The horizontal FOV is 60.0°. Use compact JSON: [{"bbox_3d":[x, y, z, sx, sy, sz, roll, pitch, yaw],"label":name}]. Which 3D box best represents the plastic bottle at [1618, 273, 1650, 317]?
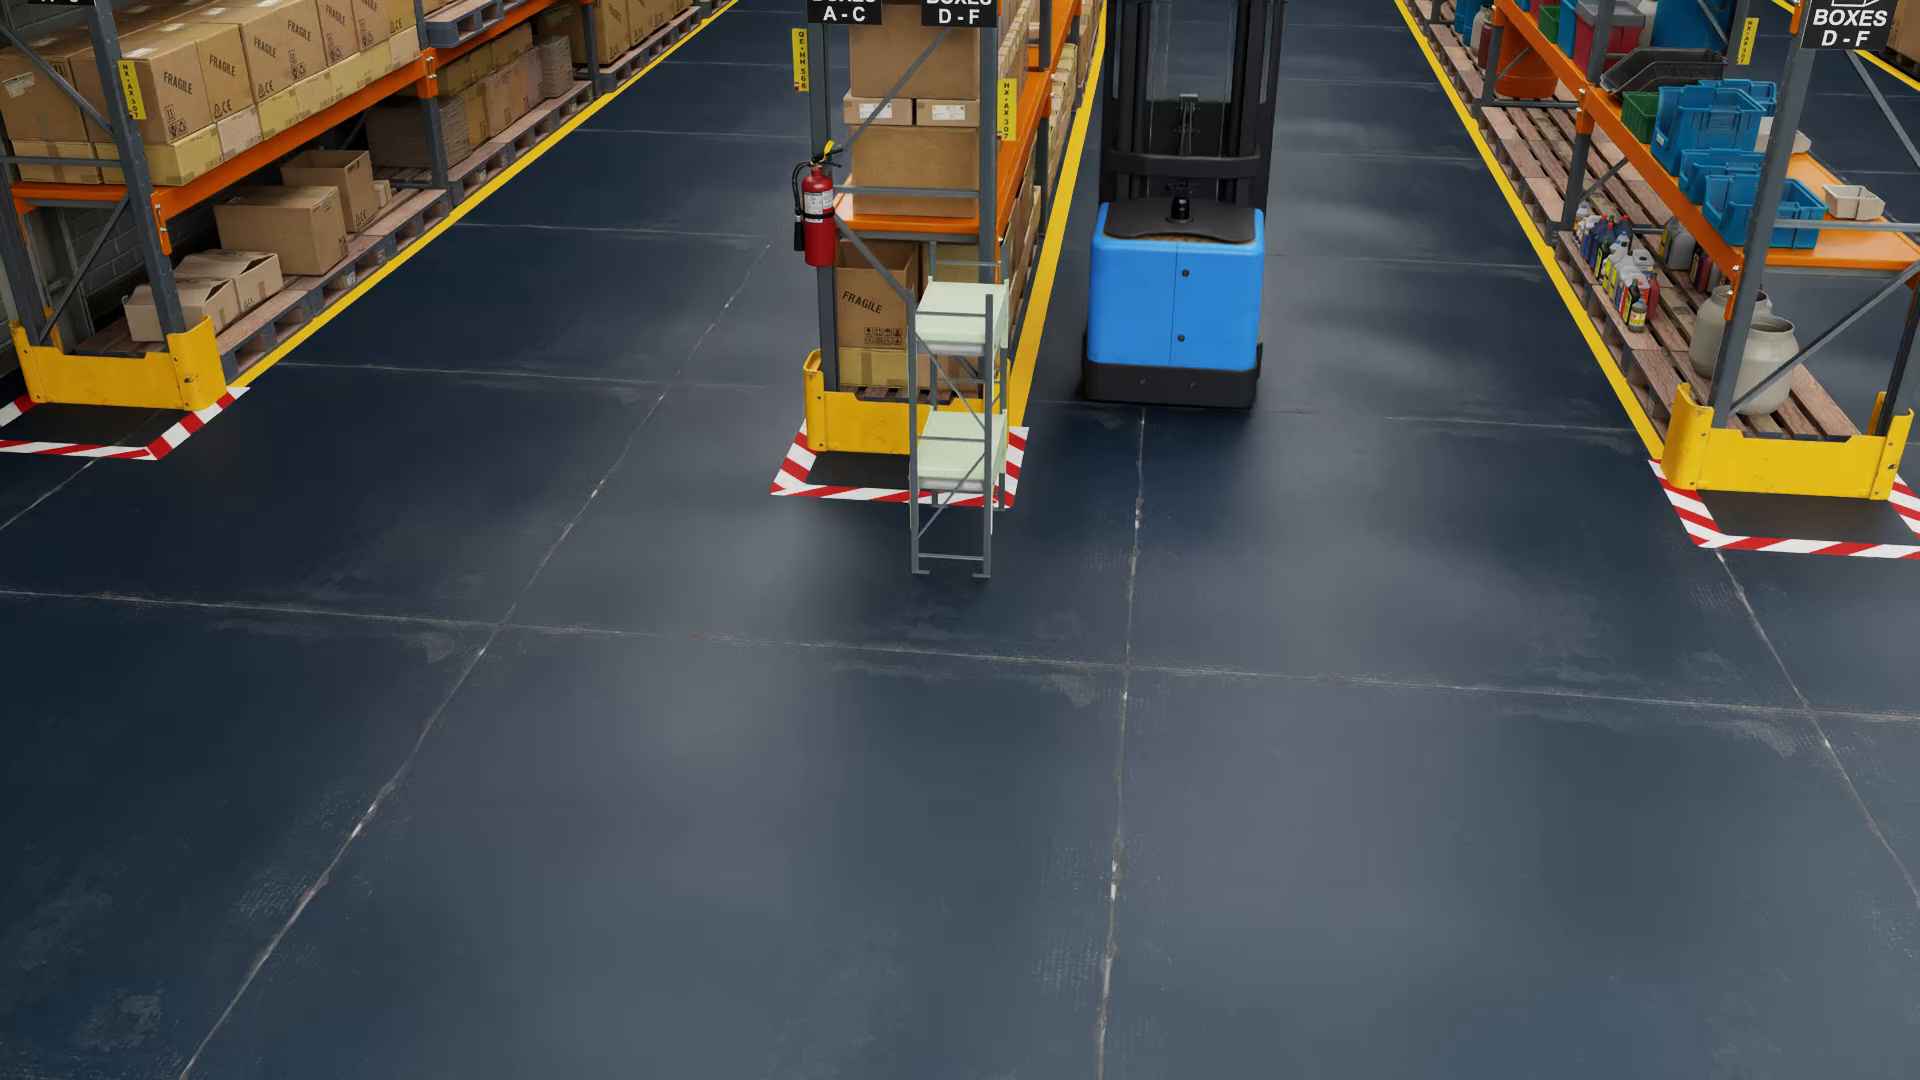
[{"bbox_3d":[4.462,-1.616,10.995,0.152,0.276,0.135,4,29,7],"label":"plastic bottle"}]

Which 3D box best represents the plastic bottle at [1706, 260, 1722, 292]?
[{"bbox_3d":[5.225,-1.853,11.435,0.152,0.276,0.135,4,29,7],"label":"plastic bottle"}]

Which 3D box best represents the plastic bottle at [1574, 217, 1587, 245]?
[{"bbox_3d":[4.618,-2.287,12.318,0.097,0.201,0.097,0,28,0],"label":"plastic bottle"}]

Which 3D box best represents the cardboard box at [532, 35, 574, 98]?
[{"bbox_3d":[-4.274,-4.707,16.496,0.700,0.500,0.500,4,29,7],"label":"cardboard box"}]

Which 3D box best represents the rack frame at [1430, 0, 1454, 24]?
[{"bbox_3d":[6.085,-7.263,19.069,1.000,3.000,0.127,3,28,6],"label":"rack frame"}]

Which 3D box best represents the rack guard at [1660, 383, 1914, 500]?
[{"bbox_3d":[4.577,-0.552,9.248,1.175,0.500,0.348,3,28,6],"label":"rack guard"}]

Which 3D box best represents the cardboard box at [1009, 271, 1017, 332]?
[{"bbox_3d":[0.105,-1.589,10.993,0.500,0.250,0.500,3,28,6],"label":"cardboard box"}]

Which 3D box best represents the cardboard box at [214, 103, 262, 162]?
[{"bbox_3d":[-4.794,-2.589,10.531,0.500,0.250,0.500,2,28,5],"label":"cardboard box"}]

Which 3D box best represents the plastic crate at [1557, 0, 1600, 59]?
[{"bbox_3d":[4.931,-4.028,13.080,0.392,0.384,0.575,3,28,6],"label":"plastic crate"}]

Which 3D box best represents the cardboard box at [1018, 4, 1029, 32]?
[{"bbox_3d":[0.275,-3.613,11.504,0.380,0.149,0.250,3,28,6],"label":"cardboard box"}]

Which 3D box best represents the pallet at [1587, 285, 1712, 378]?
[{"bbox_3d":[4.834,-1.380,11.089,1.003,0.211,1.213,3,28,6],"label":"pallet"}]

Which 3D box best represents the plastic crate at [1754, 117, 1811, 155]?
[{"bbox_3d":[5.157,-2.602,10.695,0.530,0.136,0.437,3,28,6],"label":"plastic crate"}]

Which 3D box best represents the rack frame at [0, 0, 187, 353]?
[{"bbox_3d":[-5.218,-2.190,9.653,1.000,3.000,0.127,3,28,6],"label":"rack frame"}]

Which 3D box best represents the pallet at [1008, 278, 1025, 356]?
[{"bbox_3d":[-0.097,-1.611,11.518,1.003,0.211,1.213,3,28,6],"label":"pallet"}]

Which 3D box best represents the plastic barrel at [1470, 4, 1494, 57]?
[{"bbox_3d":[5.757,-5.504,17.983,0.421,0.512,0.421,0,28,0],"label":"plastic barrel"}]

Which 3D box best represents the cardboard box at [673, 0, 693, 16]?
[{"bbox_3d":[-3.698,-6.764,19.966,0.750,0.750,0.750,4,29,7],"label":"cardboard box"}]

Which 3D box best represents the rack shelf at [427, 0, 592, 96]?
[{"bbox_3d":[-4.483,-4.698,15.066,1.077,0.370,4.000,3,28,6],"label":"rack shelf"}]

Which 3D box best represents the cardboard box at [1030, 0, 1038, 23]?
[{"bbox_3d":[0.364,-4.439,13.722,0.500,0.500,0.500,5,29,10],"label":"cardboard box"}]

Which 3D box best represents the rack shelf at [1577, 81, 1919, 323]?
[{"bbox_3d":[4.859,-2.239,10.502,1.077,0.370,4.000,3,28,6],"label":"rack shelf"}]

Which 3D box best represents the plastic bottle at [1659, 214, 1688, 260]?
[{"bbox_3d":[5.169,-2.213,12.025,0.144,0.351,0.185,3,28,6],"label":"plastic bottle"}]

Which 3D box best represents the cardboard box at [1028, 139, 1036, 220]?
[{"bbox_3d":[0.276,-2.626,12.127,0.500,0.500,0.500,3,28,6],"label":"cardboard box"}]

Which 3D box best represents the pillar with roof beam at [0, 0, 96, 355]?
[{"bbox_3d":[-1.718,-4.961,8.470,9.100,9.000,0.400,3,28,6],"label":"pillar with roof beam"}]

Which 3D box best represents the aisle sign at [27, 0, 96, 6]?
[{"bbox_3d":[-4.929,-3.283,8.941,0.394,0.787,0.004,3,28,6],"label":"aisle sign"}]

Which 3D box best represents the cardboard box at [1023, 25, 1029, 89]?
[{"bbox_3d":[0.141,-3.622,12.204,0.700,0.500,0.500,3,28,5],"label":"cardboard box"}]

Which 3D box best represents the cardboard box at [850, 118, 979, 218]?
[{"bbox_3d":[-0.231,-2.167,9.504,0.700,0.500,0.500,3,28,6],"label":"cardboard box"}]

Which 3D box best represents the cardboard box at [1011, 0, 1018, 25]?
[{"bbox_3d":[0.018,-3.719,11.018,0.700,0.500,0.500,3,28,6],"label":"cardboard box"}]

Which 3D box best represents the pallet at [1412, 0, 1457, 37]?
[{"bbox_3d":[6.136,-6.384,20.377,1.003,0.211,1.213,3,28,6],"label":"pallet"}]

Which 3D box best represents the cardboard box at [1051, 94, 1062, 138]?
[{"bbox_3d":[0.616,-3.667,14.259,0.500,0.311,0.500,2,28,5],"label":"cardboard box"}]

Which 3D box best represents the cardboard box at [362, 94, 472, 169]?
[{"bbox_3d":[-4.654,-3.514,14.281,0.700,0.500,0.500,4,29,8],"label":"cardboard box"}]

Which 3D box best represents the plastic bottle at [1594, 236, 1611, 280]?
[{"bbox_3d":[4.509,-1.975,11.654,0.061,0.283,0.133,5,29,8],"label":"plastic bottle"}]

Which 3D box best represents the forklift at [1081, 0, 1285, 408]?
[{"bbox_3d":[1.481,-2.767,10.796,1.130,2.935,3.031,4,29,7],"label":"forklift"}]

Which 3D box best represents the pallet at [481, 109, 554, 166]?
[{"bbox_3d":[-4.487,-3.788,15.558,1.003,0.211,1.213,3,28,6],"label":"pallet"}]

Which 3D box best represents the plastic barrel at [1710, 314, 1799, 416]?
[{"bbox_3d":[4.619,-1.018,9.658,0.421,0.512,0.421,0,28,0],"label":"plastic barrel"}]

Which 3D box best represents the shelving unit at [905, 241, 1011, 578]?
[{"bbox_3d":[-0.001,-0.657,8.388,0.431,1.500,0.755,3,28,6],"label":"shelving unit"}]

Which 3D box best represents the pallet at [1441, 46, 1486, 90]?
[{"bbox_3d":[5.802,-5.099,17.991,1.003,0.211,1.213,3,28,6],"label":"pallet"}]

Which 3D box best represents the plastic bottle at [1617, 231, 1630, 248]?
[{"bbox_3d":[4.696,-2.059,11.821,0.097,0.271,0.097,0,28,0],"label":"plastic bottle"}]

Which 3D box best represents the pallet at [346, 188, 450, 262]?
[{"bbox_3d":[-4.775,-2.527,13.218,1.003,0.211,1.213,3,28,6],"label":"pallet"}]

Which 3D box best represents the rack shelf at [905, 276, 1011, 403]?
[{"bbox_3d":[-0.001,-1.001,8.203,0.431,0.370,0.720,3,28,6],"label":"rack shelf"}]

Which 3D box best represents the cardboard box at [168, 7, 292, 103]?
[{"bbox_3d":[-4.721,-3.145,10.772,0.500,0.500,0.500,2,28,5],"label":"cardboard box"}]

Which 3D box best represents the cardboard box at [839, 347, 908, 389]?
[{"bbox_3d":[-0.529,-1.148,10.174,0.500,0.250,0.500,3,28,6],"label":"cardboard box"}]

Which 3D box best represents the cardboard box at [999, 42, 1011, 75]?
[{"bbox_3d":[0.116,-3.012,10.389,0.380,0.149,0.250,3,28,6],"label":"cardboard box"}]

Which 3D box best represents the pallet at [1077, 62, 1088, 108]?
[{"bbox_3d":[0.808,-4.791,17.421,1.003,0.211,1.213,3,28,6],"label":"pallet"}]

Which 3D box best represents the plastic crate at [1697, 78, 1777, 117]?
[{"bbox_3d":[5.238,-2.895,11.118,0.499,0.251,0.616,3,28,6],"label":"plastic crate"}]

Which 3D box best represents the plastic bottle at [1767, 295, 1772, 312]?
[{"bbox_3d":[5.146,-1.442,10.677,0.097,0.271,0.097,0,28,0],"label":"plastic bottle"}]

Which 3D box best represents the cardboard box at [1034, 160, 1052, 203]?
[{"bbox_3d":[0.484,-2.937,13.495,0.500,0.250,0.500,3,28,5],"label":"cardboard box"}]

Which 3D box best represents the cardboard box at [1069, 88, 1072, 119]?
[{"bbox_3d":[0.797,-4.139,15.727,0.500,0.250,0.500,3,28,6],"label":"cardboard box"}]

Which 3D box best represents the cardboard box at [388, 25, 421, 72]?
[{"bbox_3d":[-4.485,-3.775,12.732,0.500,0.250,0.500,3,29,6],"label":"cardboard box"}]

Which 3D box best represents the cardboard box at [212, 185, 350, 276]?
[{"bbox_3d":[-4.835,-2.215,11.870,0.700,0.500,0.500,2,28,3],"label":"cardboard box"}]

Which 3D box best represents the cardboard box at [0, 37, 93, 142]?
[{"bbox_3d":[-5.371,-2.697,9.940,0.500,0.500,0.500,3,28,6],"label":"cardboard box"}]

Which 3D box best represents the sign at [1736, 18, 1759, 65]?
[{"bbox_3d":[5.649,-3.582,11.944,0.100,0.325,0.005,3,28,6],"label":"sign"}]

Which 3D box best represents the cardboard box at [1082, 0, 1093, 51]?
[{"bbox_3d":[1.202,-5.689,18.319,0.500,0.500,0.500,2,28,4],"label":"cardboard box"}]
